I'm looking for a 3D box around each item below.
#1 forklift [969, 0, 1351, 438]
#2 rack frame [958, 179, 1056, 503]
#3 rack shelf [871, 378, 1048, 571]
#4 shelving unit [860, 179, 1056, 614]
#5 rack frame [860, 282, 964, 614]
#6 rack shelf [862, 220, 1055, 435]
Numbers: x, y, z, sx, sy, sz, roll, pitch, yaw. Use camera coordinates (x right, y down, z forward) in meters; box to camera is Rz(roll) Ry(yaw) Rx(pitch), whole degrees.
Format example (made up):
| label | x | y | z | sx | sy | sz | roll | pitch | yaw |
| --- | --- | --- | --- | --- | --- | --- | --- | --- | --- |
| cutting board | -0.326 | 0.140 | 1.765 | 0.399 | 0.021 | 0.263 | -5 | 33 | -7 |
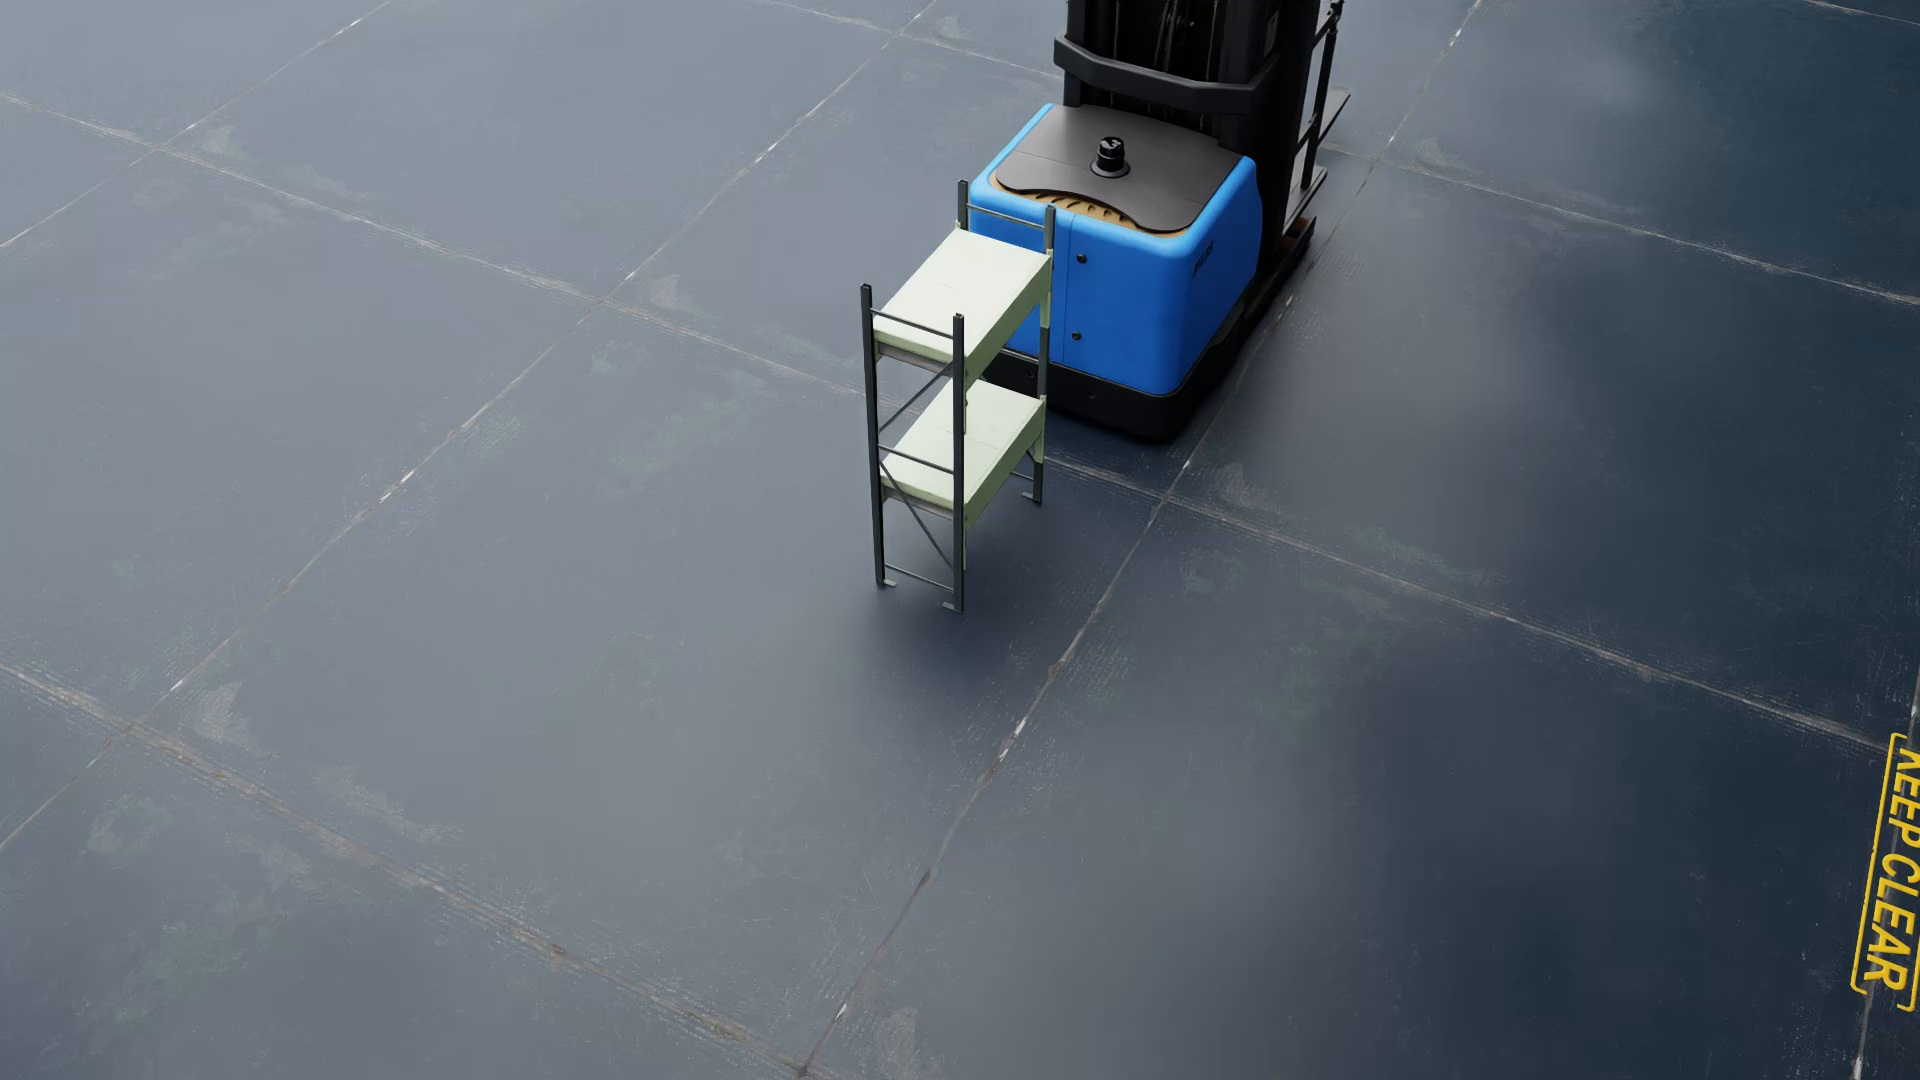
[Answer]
| label | x | y | z | sx | sy | sz | roll | pitch | yaw |
| --- | --- | --- | --- | --- | --- | --- | --- | --- | --- |
| forklift | 1.156 | -2.531 | 7.470 | 1.130 | 2.935 | 3.031 | 21 | 49 | 19 |
| rack frame | 0.173 | -0.762 | 6.729 | 0.400 | 1.500 | 0.023 | 20 | 49 | 19 |
| rack shelf | 0.003 | -0.302 | 6.733 | 0.431 | 0.370 | 0.720 | 20 | 49 | 19 |
| shelving unit | 0.003 | -0.531 | 6.501 | 0.431 | 1.500 | 0.755 | 20 | 49 | 19 |
| rack frame | -0.167 | -0.301 | 6.273 | 0.400 | 1.500 | 0.023 | 20 | 49 | 19 |
| rack shelf | 0.003 | -0.806 | 6.223 | 0.431 | 0.370 | 0.720 | 20 | 49 | 19 |
